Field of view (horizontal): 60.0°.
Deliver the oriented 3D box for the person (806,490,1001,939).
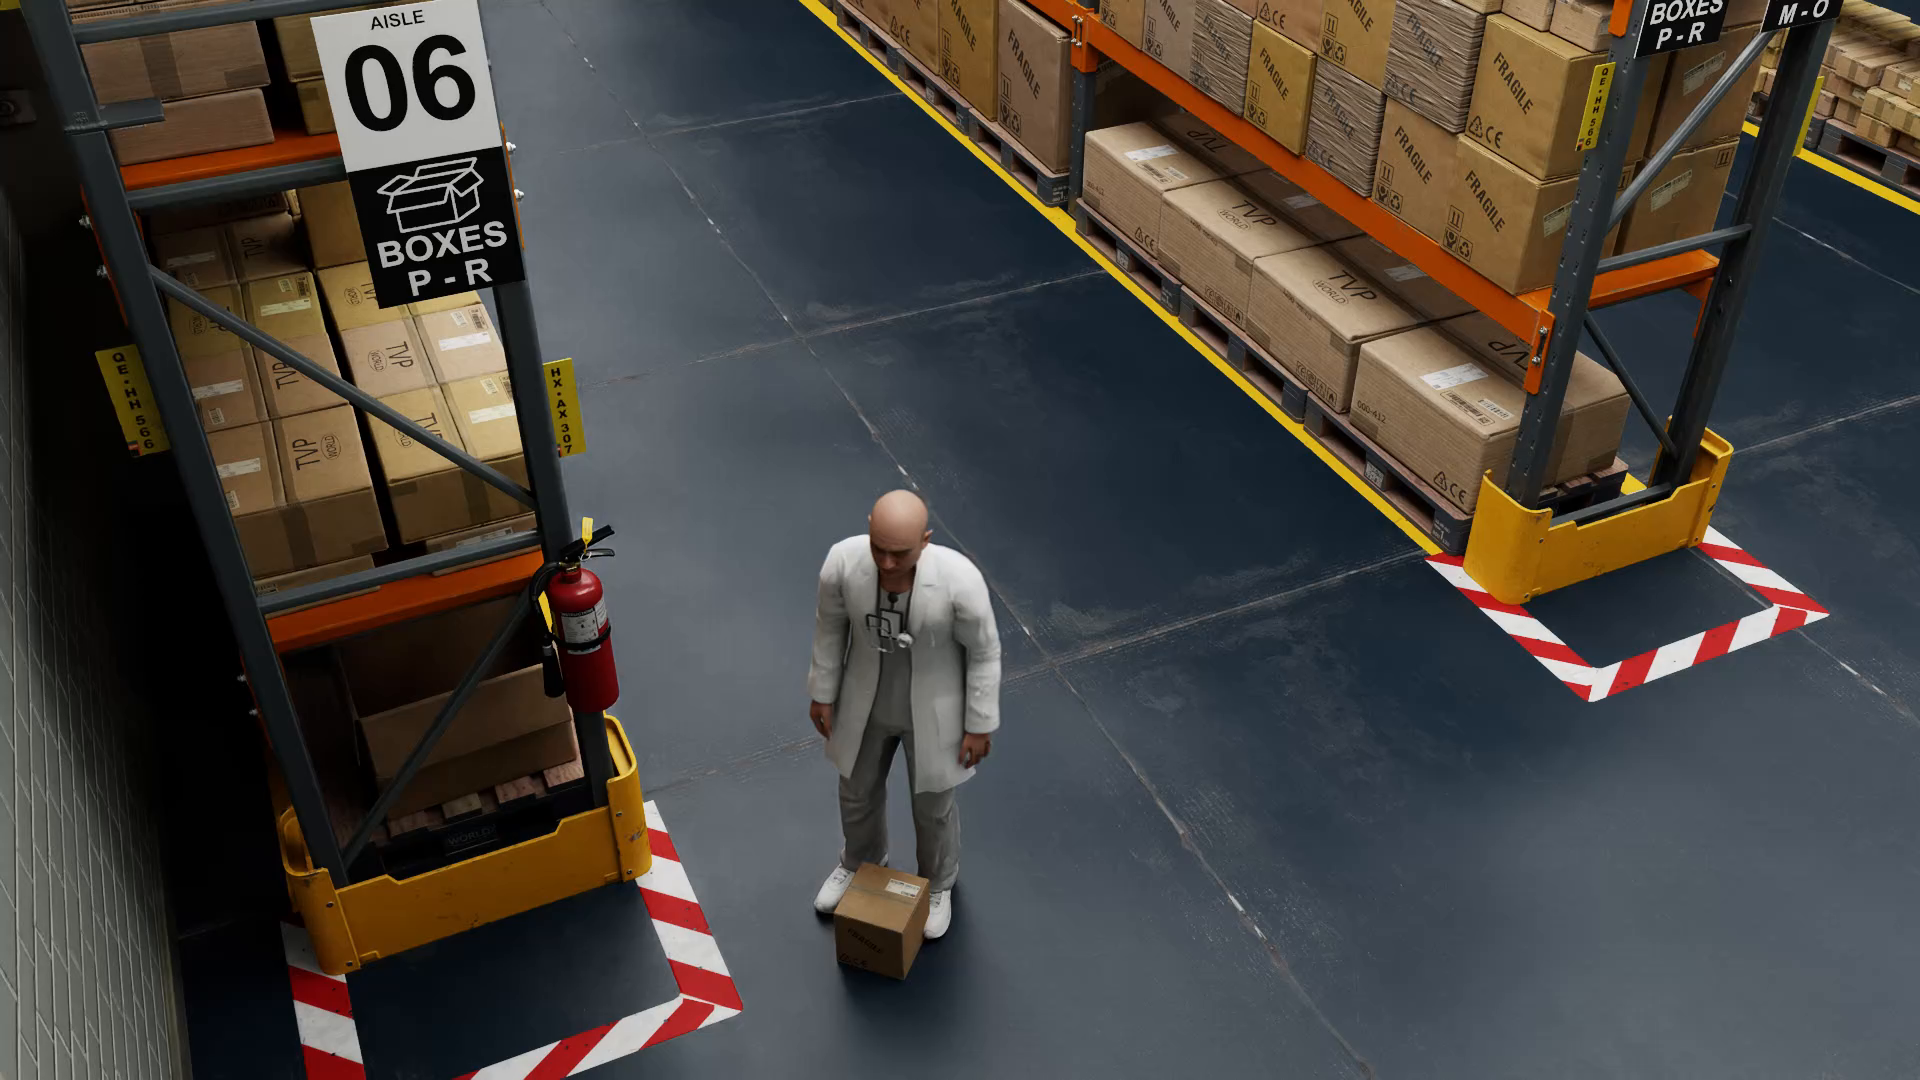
[{"bbox_3d":[-0.185,0.551,5.425,0.655,1.774,0.415,11,38,14],"label":"person"}]
